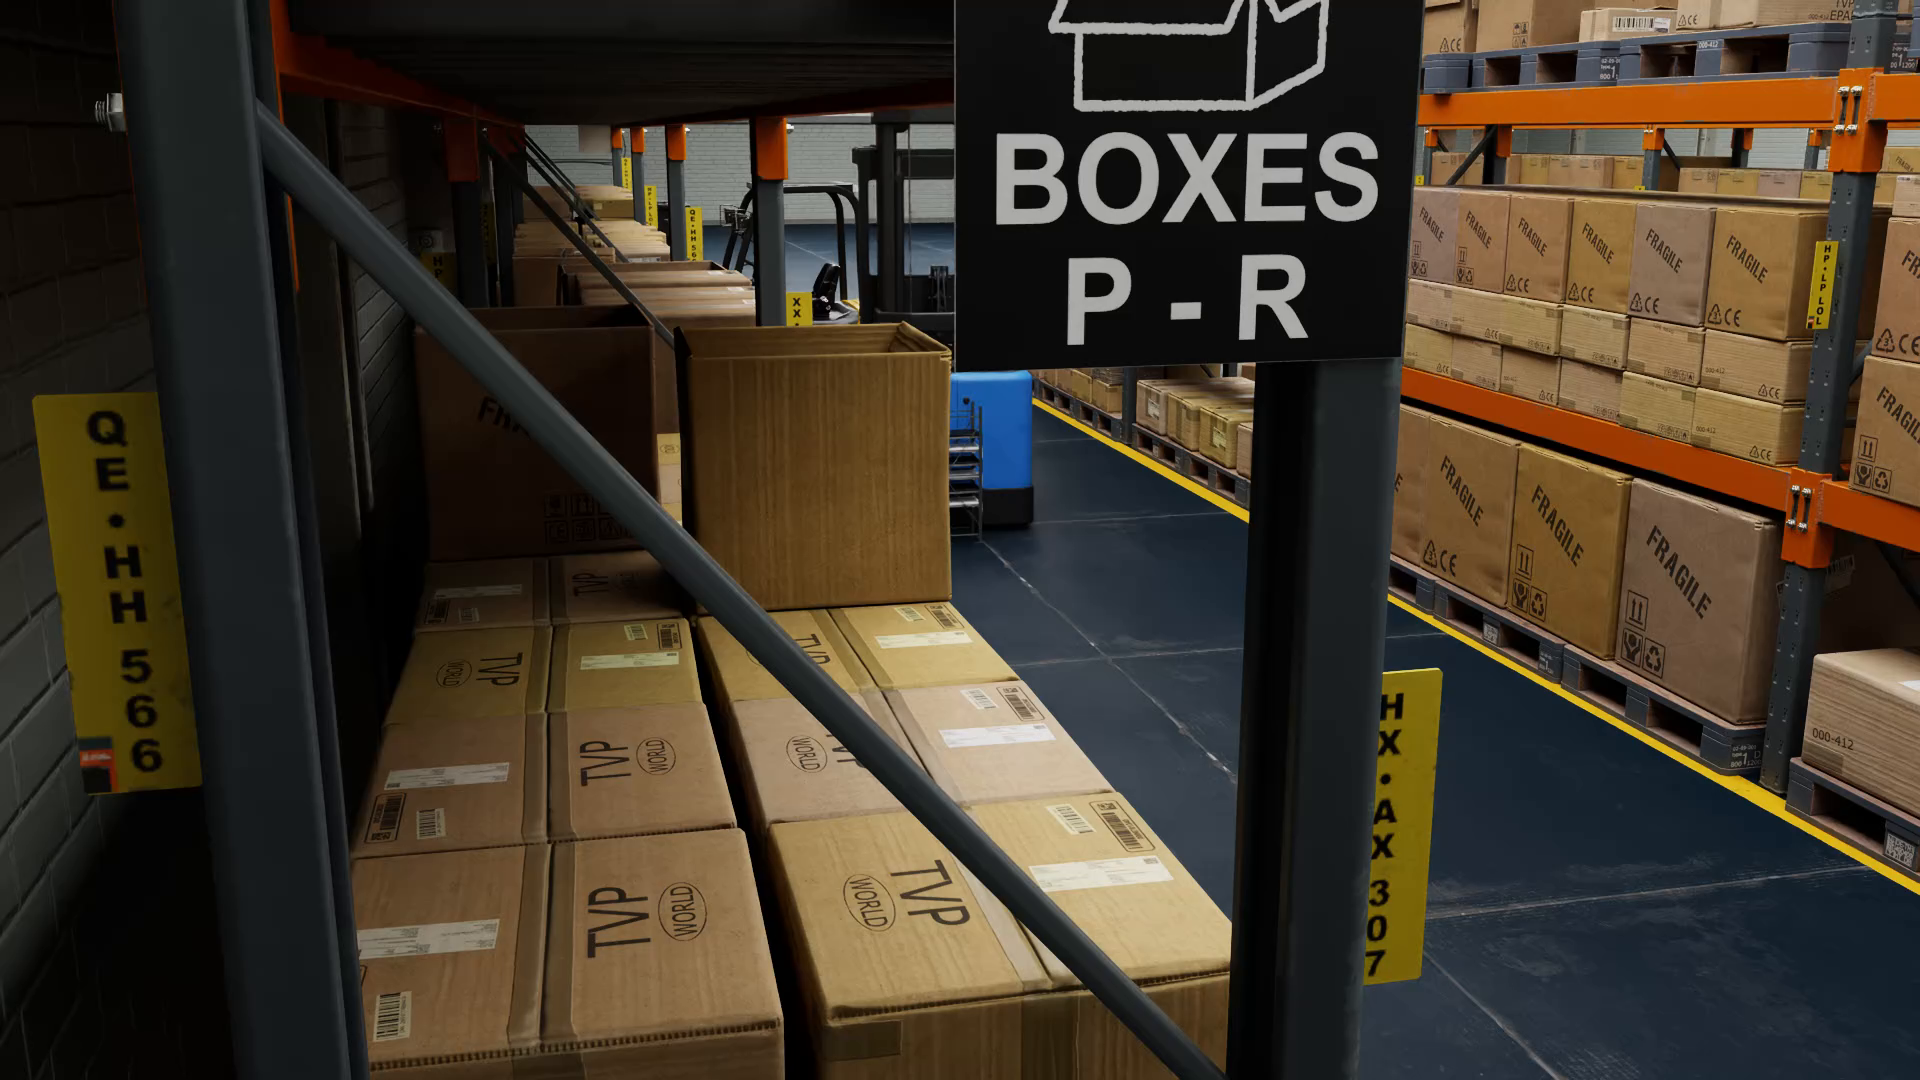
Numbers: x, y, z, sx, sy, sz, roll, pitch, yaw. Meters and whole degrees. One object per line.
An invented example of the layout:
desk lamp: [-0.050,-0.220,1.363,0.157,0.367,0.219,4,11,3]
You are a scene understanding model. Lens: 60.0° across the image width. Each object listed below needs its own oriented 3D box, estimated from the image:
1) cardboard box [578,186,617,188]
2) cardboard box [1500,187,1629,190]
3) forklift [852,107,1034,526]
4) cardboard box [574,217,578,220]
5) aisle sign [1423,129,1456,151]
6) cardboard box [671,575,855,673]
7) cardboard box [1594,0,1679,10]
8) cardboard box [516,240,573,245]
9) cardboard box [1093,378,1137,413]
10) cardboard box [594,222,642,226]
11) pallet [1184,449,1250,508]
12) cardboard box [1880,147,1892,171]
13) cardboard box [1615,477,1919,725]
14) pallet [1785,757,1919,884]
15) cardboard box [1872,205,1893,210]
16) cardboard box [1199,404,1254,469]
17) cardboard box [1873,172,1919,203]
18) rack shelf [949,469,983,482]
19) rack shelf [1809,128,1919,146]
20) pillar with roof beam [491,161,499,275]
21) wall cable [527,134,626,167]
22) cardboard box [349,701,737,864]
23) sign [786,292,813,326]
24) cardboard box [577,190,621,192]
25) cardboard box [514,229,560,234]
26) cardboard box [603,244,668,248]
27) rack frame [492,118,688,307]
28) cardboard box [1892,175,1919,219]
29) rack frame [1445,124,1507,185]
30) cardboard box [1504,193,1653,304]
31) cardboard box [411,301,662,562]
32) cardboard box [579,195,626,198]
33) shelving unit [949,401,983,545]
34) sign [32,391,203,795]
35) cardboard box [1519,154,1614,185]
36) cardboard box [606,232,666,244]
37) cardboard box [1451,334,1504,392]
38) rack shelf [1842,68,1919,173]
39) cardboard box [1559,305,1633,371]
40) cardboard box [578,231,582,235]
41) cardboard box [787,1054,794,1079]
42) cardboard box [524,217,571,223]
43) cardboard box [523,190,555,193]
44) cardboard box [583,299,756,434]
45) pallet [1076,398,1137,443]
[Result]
cardboard box: [-3.495,-3.339,16.068,0.380,0.149,0.250,-3,14,-13]
cardboard box: [3.335,-1.700,9.248,0.500,0.500,0.500,-3,14,-12]
forklift: [-0.204,-1.807,12.148,1.130,2.935,3.031,-2,14,-7]
cardboard box: [-3.501,-2.906,16.291,0.500,0.500,0.500,-4,14,-14]
aisle sign: [5.432,-4.796,18.758,0.394,0.787,0.004,-3,14,-13]
cardboard box: [-0.341,0.194,3.504,0.500,0.250,0.500,-4,14,-15]
cardboard box: [3.527,-2.708,8.274,0.500,0.500,0.500,-3,14,-13]
cardboard box: [-2.549,-1.773,10.286,0.380,0.149,0.250,-3,14,-14]
cardboard box: [1.491,-1.301,14.840,0.500,0.250,0.500,-3,14,-11]
cardboard box: [-2.558,-2.272,12.330,0.380,0.149,0.250,-3,14,-14]
pallet: [2.366,-0.495,12.509,1.003,0.211,1.213,-3,14,-13]
cardboard box: [10.560,-4.207,18.884,0.500,0.500,0.500,-3,14,-13]
cardboard box: [3.547,0.224,7.282,0.875,0.875,0.875,-3,14,-11]
pallet: [3.873,1.069,6.108,1.003,0.211,1.213,-3,14,-13]
cardboard box: [3.946,-1.117,6.863,0.500,0.500,0.500,-3,14,-13]
cardboard box: [2.354,-0.792,12.500,0.950,0.372,0.625,-3,14,-11]
cardboard box: [7.280,-2.561,12.771,0.700,0.500,0.500,-4,14,-14]
rack shelf: [0.002,-0.403,10.820,0.258,0.077,0.200,-3,14,-13]
rack shelf: [11.055,-4.433,17.945,1.077,0.370,4.000,-3,14,-13]
pillar with roof beam: [-1.809,-7.284,21.780,9.100,9.000,0.400,-3,14,-13]
wall cable: [-11.037,-11.826,46.912,3.097,2.526,0.112,-3,14,-13]
cardboard box: [-0.600,0.453,2.443,0.500,0.250,0.500,-3,14,-13]
sign: [-0.528,-0.641,5.405,0.100,0.325,0.005,-3,14,-13]
cardboard box: [-3.217,-3.040,14.846,0.380,0.149,0.250,-3,14,-12]
cardboard box: [-2.875,-2.065,11.482,0.380,0.149,0.250,-3,14,-13]
cardboard box: [-1.931,-1.684,9.922,0.380,0.149,0.250,-3,14,-12]
rack frame: [-1.993,-1.111,9.154,1.000,3.000,0.127,-3,14,-13]
cardboard box: [3.592,-1.228,5.948,0.380,0.149,0.250,-3,14,-14]
rack frame: [2.831,-1.388,10.290,1.000,3.000,0.127,-3,14,-13]
cardboard box: [3.057,-1.445,8.202,0.500,0.500,0.500,-3,14,-12]
cardboard box: [-0.963,-0.266,3.803,0.500,0.500,0.500,-4,14,-15]
cardboard box: [-2.937,-2.745,13.640,0.380,0.149,0.250,-4,14,-14]
shelving unit: [0.002,-0.435,10.812,0.258,0.900,0.210,-3,14,-13]
sign: [-0.658,0.045,1.317,0.100,0.325,0.005,-3,14,-13]
cardboard box: [6.259,-3.669,17.034,0.875,0.550,0.500,-3,14,-13]
cardboard box: [-2.170,-1.981,11.137,0.380,0.149,0.250,-4,14,-15]
cardboard box: [2.957,-0.950,8.810,0.500,0.250,0.500,-3,14,-11]
rack shelf: [4.240,-1.112,4.353,1.077,0.370,4.000,-3,14,-13]
cardboard box: [3.178,-0.958,7.790,0.500,0.250,0.500,-3,14,-12]
cardboard box: [-2.921,-2.318,13.885,0.500,0.500,0.500,-3,14,-12]
cardboard box: [-0.029,0.710,2.232,0.380,0.149,0.250,-3,14,-12]
cardboard box: [-3.258,-2.457,13.087,0.380,0.149,0.250,-3,14,-13]
cardboard box: [-3.801,-3.069,14.966,0.380,0.149,0.250,-4,14,-15]
cardboard box: [-0.950,-0.565,5.823,0.700,0.500,0.500,-3,14,-12]
pallet: [1.699,-1.110,15.024,1.003,0.211,1.213,-3,14,-13]
